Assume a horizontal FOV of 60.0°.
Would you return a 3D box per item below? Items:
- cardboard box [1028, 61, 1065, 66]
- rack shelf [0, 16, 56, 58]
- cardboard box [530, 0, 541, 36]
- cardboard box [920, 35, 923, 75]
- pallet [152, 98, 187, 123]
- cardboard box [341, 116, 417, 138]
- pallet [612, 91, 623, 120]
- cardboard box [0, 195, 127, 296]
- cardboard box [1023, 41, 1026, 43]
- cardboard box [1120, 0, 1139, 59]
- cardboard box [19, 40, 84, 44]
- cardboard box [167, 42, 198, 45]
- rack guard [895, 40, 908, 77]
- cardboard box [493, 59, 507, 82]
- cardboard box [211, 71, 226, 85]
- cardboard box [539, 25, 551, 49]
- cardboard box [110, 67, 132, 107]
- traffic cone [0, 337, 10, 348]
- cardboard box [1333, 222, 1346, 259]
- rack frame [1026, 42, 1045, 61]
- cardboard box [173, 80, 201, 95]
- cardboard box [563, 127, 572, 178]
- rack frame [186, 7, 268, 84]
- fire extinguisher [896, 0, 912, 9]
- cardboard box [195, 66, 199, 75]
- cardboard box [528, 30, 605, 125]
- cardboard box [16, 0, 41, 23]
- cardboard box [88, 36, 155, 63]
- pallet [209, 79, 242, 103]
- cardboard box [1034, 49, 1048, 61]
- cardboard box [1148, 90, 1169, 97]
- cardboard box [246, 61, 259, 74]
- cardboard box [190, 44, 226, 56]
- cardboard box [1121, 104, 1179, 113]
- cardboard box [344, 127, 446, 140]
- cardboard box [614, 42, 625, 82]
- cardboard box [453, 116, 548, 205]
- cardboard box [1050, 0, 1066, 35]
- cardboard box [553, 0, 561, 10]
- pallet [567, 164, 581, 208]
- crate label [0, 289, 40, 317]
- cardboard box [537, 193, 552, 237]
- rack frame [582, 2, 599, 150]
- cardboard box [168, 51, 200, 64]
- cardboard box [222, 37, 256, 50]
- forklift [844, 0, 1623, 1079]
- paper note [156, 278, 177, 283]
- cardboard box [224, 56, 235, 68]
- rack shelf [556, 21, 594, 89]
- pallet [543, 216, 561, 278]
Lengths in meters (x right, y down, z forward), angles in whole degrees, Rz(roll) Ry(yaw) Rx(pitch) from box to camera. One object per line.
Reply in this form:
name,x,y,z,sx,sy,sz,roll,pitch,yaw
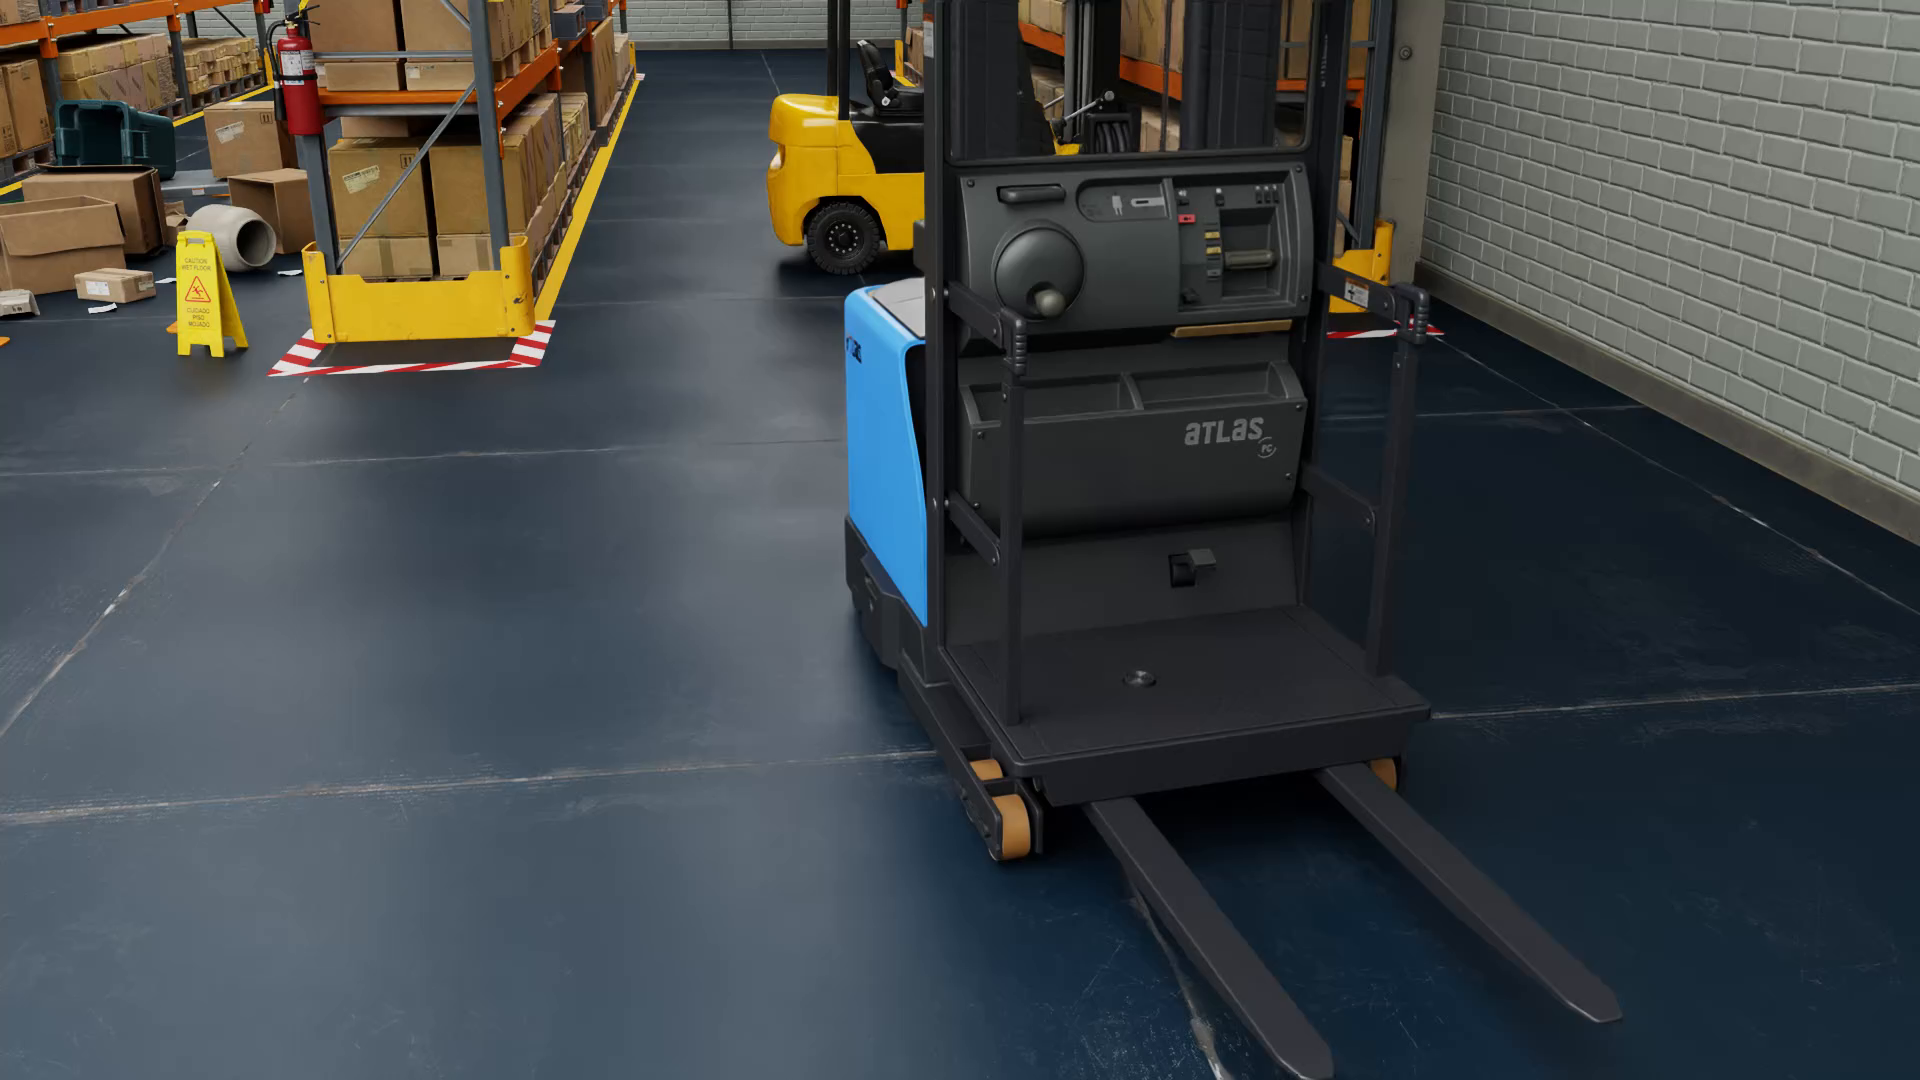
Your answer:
cardboard box,0.856,-4.430,16.584,0.875,0.625,0.625,-2,21,-6
rack shelf,-8.727,-3.997,13.658,1.077,0.370,4.000,-3,21,-8
cardboard box,-3.085,-3.614,11.036,0.500,0.500,0.500,-2,21,-6
cardboard box,-0.145,-6.484,22.262,0.700,0.500,0.500,-4,21,-10
pallet,-9.478,-4.835,18.861,1.003,0.211,1.213,-3,21,-8
cardboard box,-3.471,-2.493,9.934,0.380,0.149,0.250,-2,21,-6
pallet,-4.522,-5.126,19.639,1.003,0.211,1.213,-3,21,-8
cardboard box,-5.737,-1.852,10.456,0.637,0.503,0.797,17,27,39
cardboard box,0.777,-5.629,19.046,0.380,0.149,0.250,-4,21,-10
cardboard box,1.379,-3.528,11.231,0.500,0.500,0.500,-3,21,-7
cardboard box,-9.598,-5.158,17.640,0.500,0.250,0.500,-2,21,-6
cardboard box,-10.243,-6.473,21.883,0.380,0.149,0.250,-4,21,-10
rack guard,-0.362,-7.135,24.605,1.175,0.500,0.348,-3,21,-8
cardboard box,-2.831,-2.734,9.608,0.380,0.149,0.250,-4,21,-9
cardboard box,-9.554,-5.862,21.098,0.380,0.149,0.250,-3,21,-9
cardboard box,-3.164,-3.626,11.997,0.380,0.149,0.250,-2,21,-7
cardboard box,-9.019,-4.661,17.381,0.500,0.500,0.500,-3,21,-9
traffic cone,-5.366,-1.263,8.936,0.336,0.463,0.334,-3,21,-8
cardboard box,2.056,-1.881,10.295,0.500,0.250,0.500,-3,21,-8
rack frame,0.780,-5.563,16.822,1.000,3.000,0.127,-3,21,-8
cardboard box,-9.326,-5.415,19.901,0.380,0.149,0.250,-4,21,-10
cardboard box,-3.633,-3.073,13.313,0.950,0.372,0.625,-3,21,-7
rack frame,-10.169,-7.796,22.802,1.000,3.000,0.127,-3,21,-8
fire extinguisher,-0.852,-8.149,24.391,0.296,0.674,0.183,-3,21,-8
cardboard box,-9.524,-5.719,20.290,0.380,0.149,0.250,-3,21,-8
cardboard box,-4.149,-4.756,17.098,0.875,0.875,0.875,-3,21,-8
cardboard box,-8.685,-4.931,14.988,0.500,0.500,0.500,-3,21,-8
cardboard box,-9.173,-5.364,18.192,0.500,0.250,0.500,-2,21,-5
pallet,-9.903,-5.759,21.333,1.003,0.211,1.213,-3,21,-8
cardboard box,1.001,-5.182,17.848,0.380,0.149,0.250,-2,21,-6
cardboard box,1.707,-3.219,12.449,0.500,0.250,0.500,-3,21,-9
cardboard box,-9.749,-6.402,22.543,0.380,0.149,0.250,-2,21,-6
cardboard box,-9.702,-6.312,21.454,0.380,0.149,0.250,-4,21,-10
cardboard box,1.330,-2.840,11.433,0.500,0.250,0.500,-3,21,-9
cardboard box,-3.430,-2.246,10.200,0.500,0.500,0.500,-2,21,-6
cardboard box,-4.822,-6.225,21.658,0.875,0.438,0.875,-4,21,-9
cardboard box,-2.969,-2.457,10.766,0.500,0.500,0.500,-3,21,-7
cardboard box,1.025,-4.269,13.572,0.500,0.250,0.500,-2,21,-7
cardboard box,-3.322,-4.212,12.966,0.380,0.149,0.250,-3,21,-7
pallet,-3.669,-2.889,13.650,1.003,0.211,1.213,-3,21,-8
crate label,-5.541,-1.379,9.713,0.250,0.136,0.298,-15,25,-35
cardboard box,-2.978,-2.108,10.903,0.500,0.250,0.500,-2,21,-4
rack frame,-4.132,-5.311,16.148,1.000,3.000,0.127,-3,21,-8
cardboard box,-9.503,-5.864,20.254,0.380,0.149,0.250,-3,21,-9
cardboard box,-9.841,-6.765,22.667,0.380,0.149,0.250,-3,21,-7
forklift,0.517,-0.734,3.993,1.130,2.935,3.031,-6,21,-15
paper note,-5.058,-1.673,10.669,0.148,0.019,0.142,4,21,11
cardboard box,-9.627,-6.180,21.525,0.380,0.149,0.250,-2,21,-5
rack shelf,-3.843,-4.281,14.420,1.077,0.370,4.000,-3,21,-8
pallet,-3.244,-1.966,11.177,1.003,0.211,1.213,-3,21,-8
